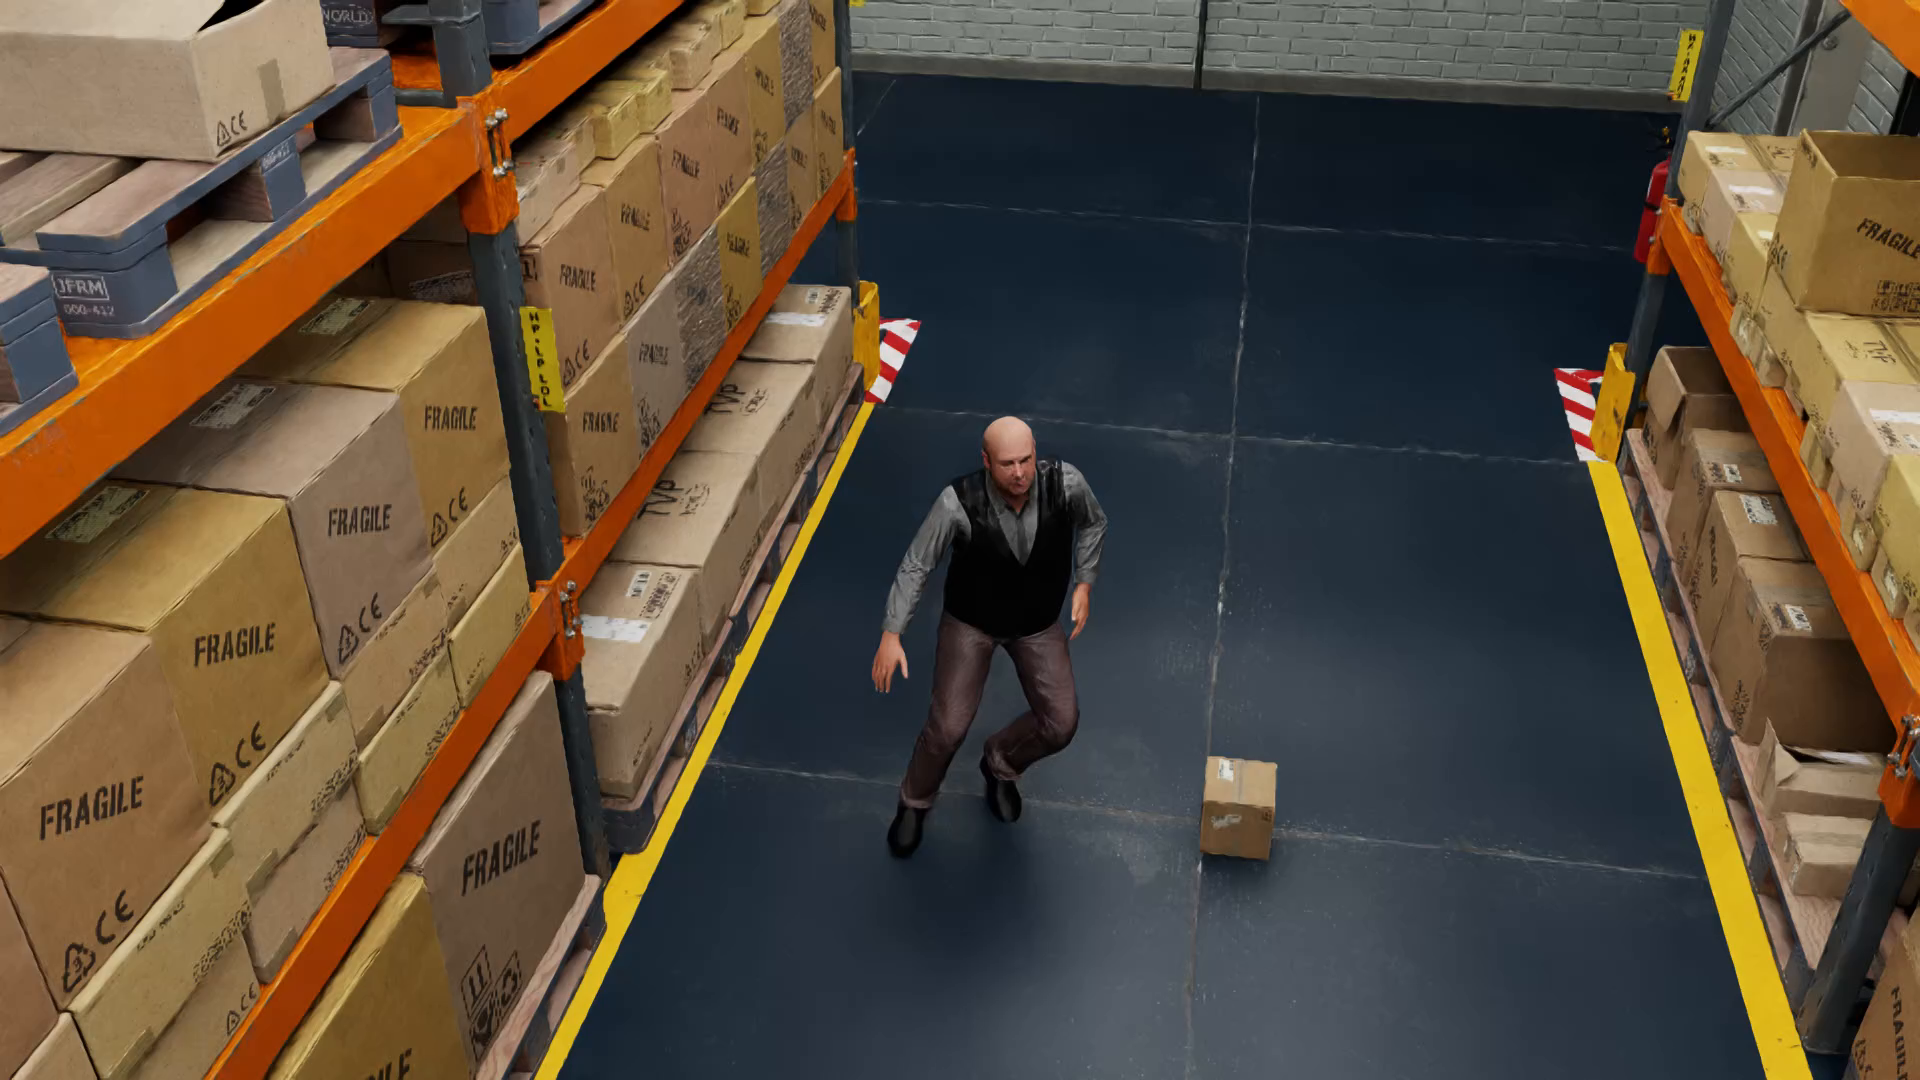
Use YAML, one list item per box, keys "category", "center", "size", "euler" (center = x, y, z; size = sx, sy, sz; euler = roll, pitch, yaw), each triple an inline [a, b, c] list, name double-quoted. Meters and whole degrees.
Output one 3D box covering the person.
- category: "person"
  center: [0.095, 0.313, 5.787]
  size: [0.911, 1.657, 0.517]
  euler: [-11, 34, -17]
